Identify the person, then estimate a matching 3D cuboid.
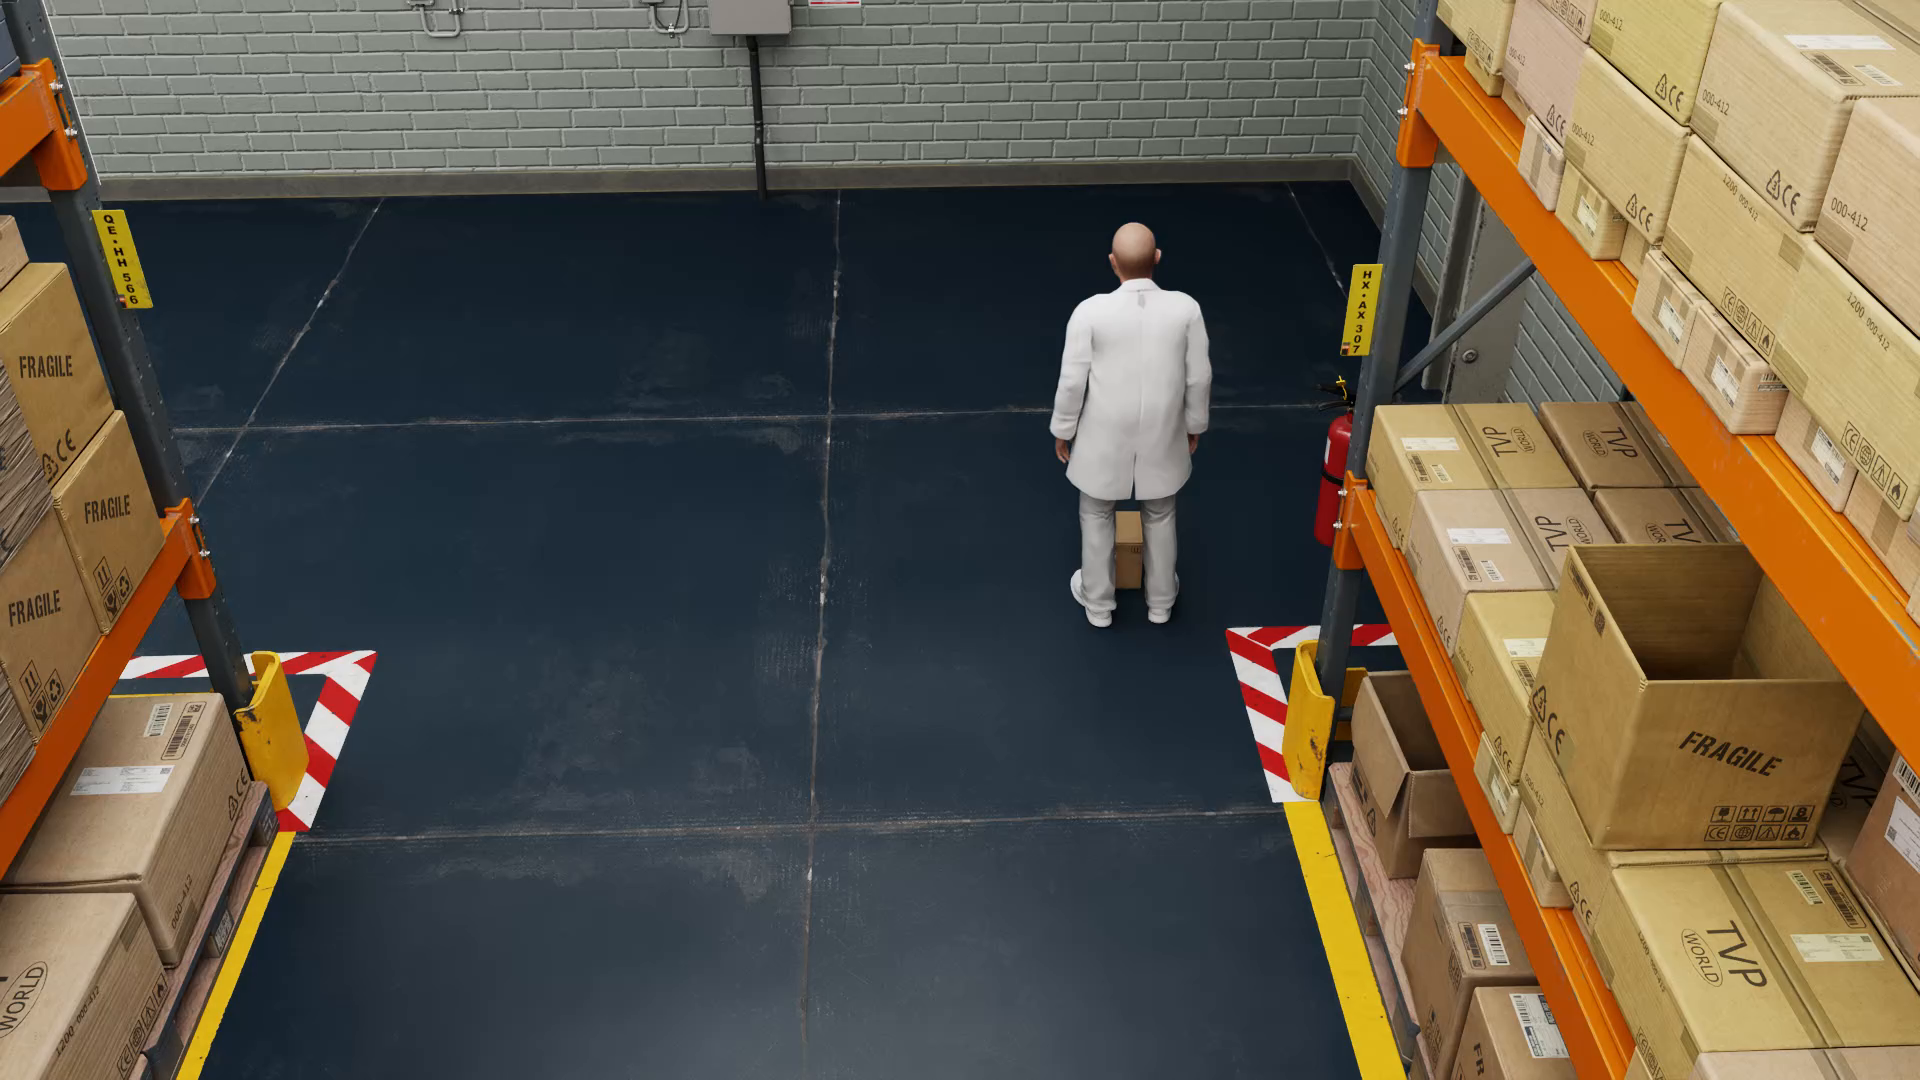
[{"bbox_3d":[0.693,-0.440,6.792,0.652,1.774,0.416,-2,35,-3],"label":"person"}]
